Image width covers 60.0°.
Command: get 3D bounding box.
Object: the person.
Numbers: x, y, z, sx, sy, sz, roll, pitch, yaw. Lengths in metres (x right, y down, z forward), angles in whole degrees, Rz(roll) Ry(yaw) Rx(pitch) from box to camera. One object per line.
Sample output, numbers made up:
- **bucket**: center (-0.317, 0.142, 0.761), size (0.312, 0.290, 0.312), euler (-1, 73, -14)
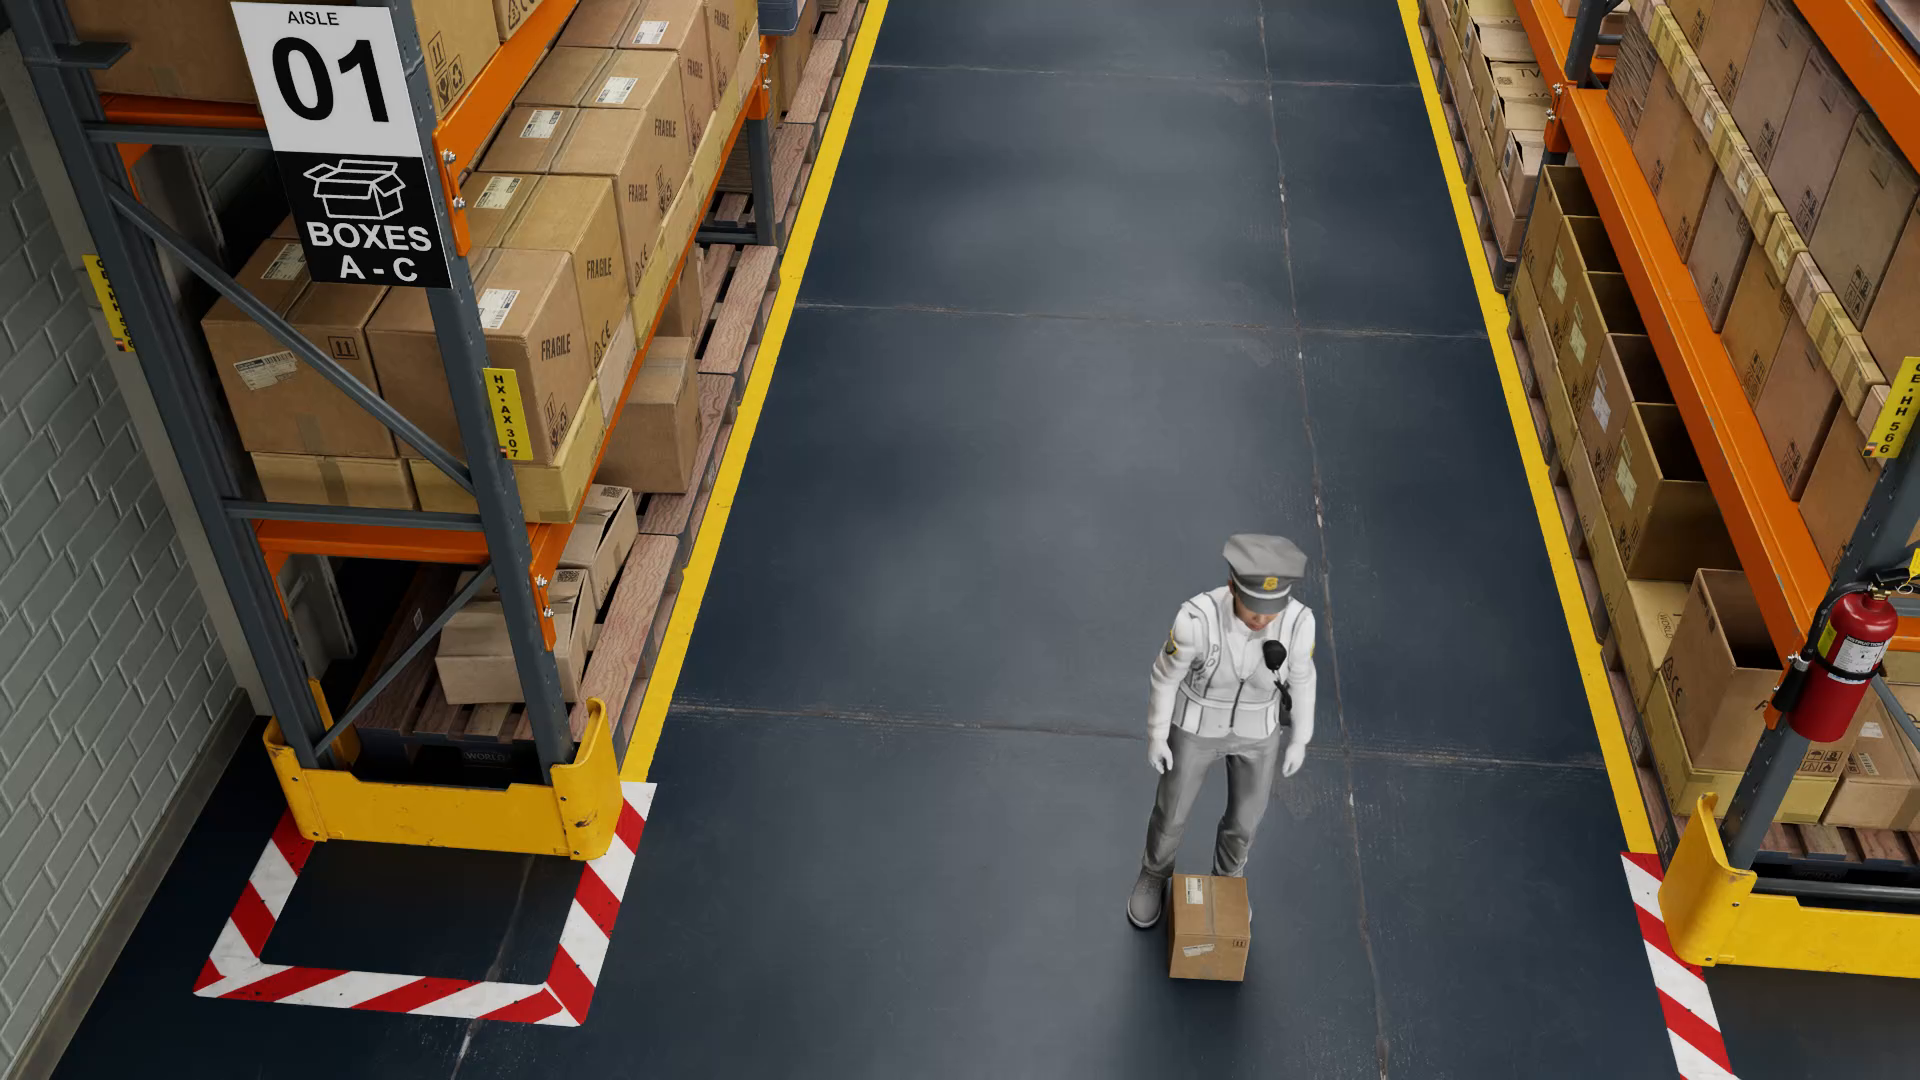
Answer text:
- **person**: center (0.868, 0.630, 5.408), size (0.546, 1.667, 0.369), euler (1, 40, 2)
